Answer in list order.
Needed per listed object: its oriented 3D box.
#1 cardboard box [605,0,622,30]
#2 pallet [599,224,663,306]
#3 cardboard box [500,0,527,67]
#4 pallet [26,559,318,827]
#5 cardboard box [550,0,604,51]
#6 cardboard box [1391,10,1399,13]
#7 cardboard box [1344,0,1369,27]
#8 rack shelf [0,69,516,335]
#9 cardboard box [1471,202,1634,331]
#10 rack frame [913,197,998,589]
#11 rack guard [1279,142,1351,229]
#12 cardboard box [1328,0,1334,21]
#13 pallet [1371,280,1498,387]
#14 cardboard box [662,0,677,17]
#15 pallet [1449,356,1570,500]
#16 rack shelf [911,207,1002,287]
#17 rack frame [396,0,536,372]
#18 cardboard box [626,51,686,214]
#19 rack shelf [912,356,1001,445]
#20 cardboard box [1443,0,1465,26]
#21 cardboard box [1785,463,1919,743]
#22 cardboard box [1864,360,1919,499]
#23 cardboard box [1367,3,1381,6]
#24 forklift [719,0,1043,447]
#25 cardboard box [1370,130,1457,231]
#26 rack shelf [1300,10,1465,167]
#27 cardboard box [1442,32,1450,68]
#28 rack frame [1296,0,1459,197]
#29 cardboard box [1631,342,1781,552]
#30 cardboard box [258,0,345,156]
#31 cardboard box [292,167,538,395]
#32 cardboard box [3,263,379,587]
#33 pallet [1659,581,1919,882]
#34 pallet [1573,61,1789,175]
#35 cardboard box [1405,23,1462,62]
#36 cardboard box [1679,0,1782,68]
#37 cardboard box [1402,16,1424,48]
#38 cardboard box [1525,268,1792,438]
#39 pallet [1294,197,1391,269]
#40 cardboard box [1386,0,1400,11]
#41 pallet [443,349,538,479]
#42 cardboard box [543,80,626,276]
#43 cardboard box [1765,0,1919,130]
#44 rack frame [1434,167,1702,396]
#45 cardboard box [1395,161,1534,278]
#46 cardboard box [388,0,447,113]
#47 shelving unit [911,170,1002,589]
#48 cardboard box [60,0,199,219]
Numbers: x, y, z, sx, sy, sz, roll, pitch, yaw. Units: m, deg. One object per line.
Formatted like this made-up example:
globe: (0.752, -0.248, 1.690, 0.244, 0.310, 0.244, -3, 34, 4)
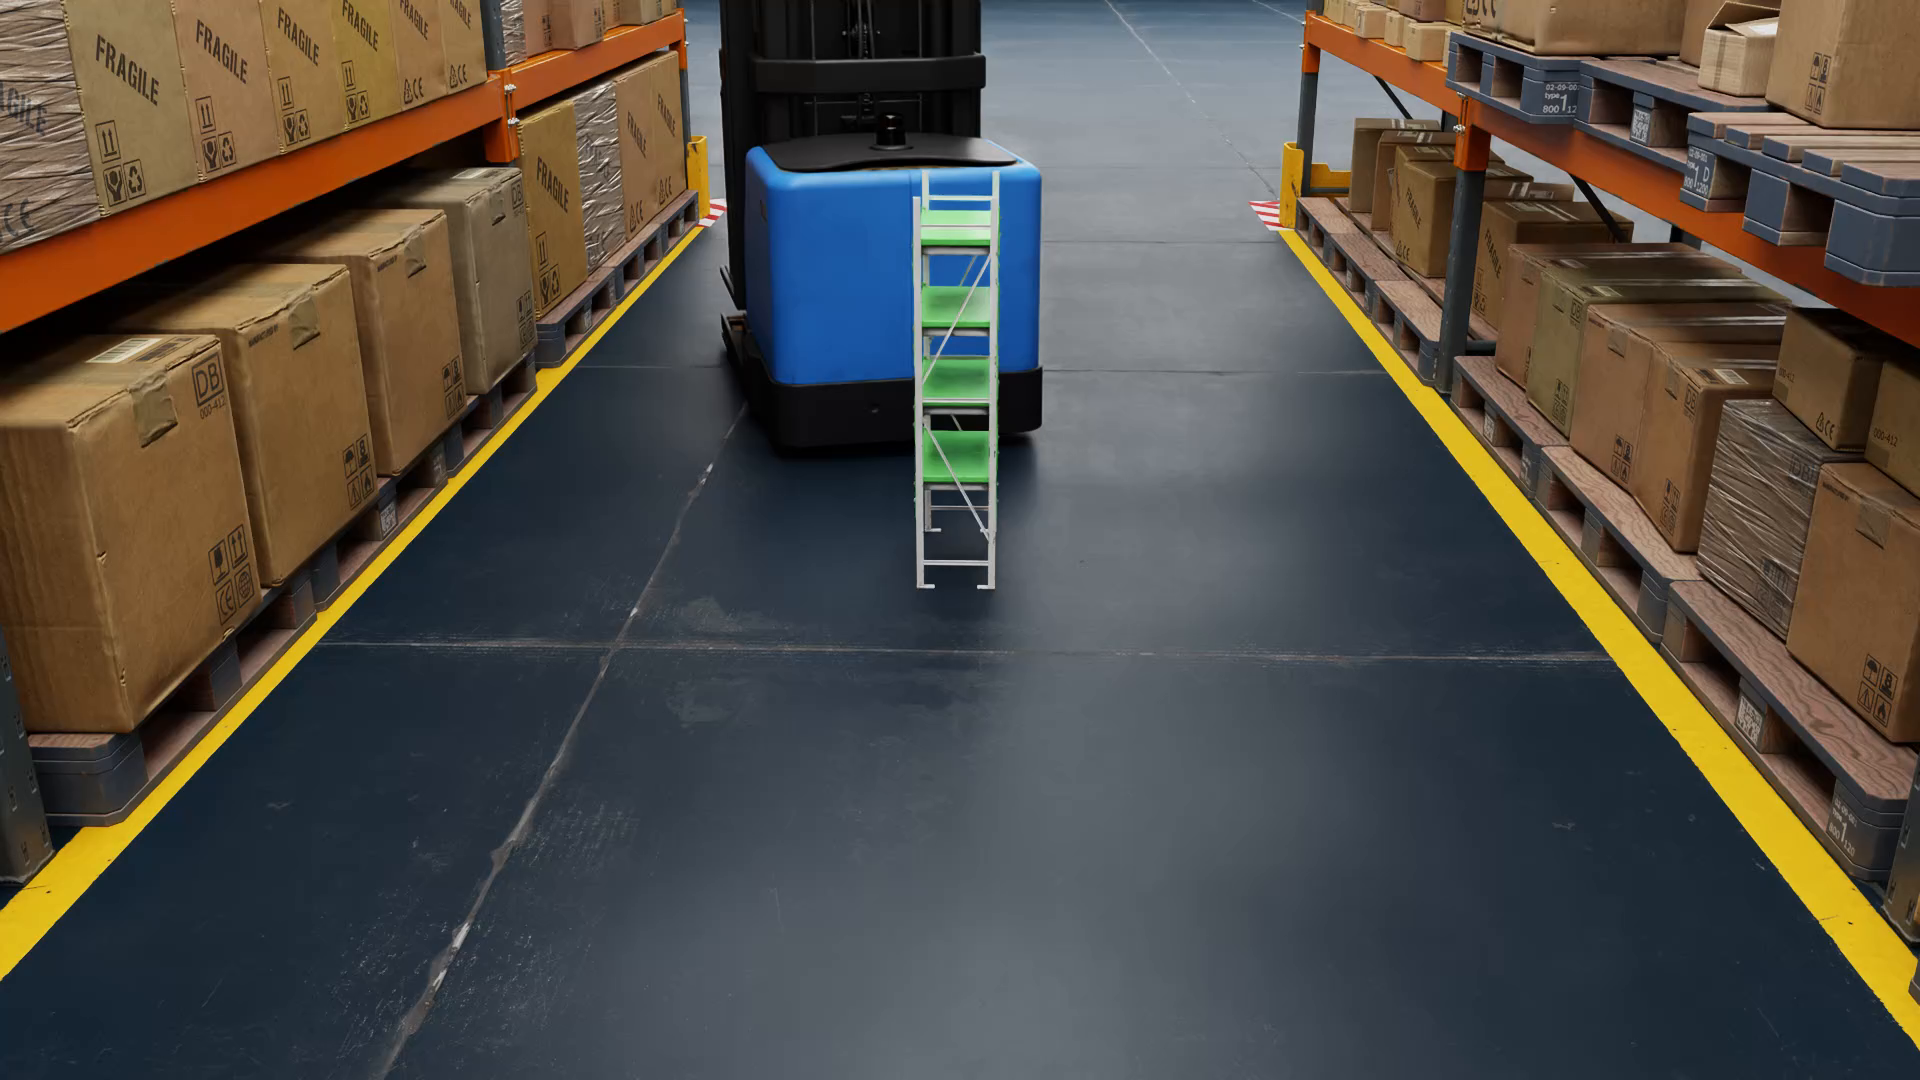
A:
cardboard box: (-2.379, -3.103, 9.173, 0.875, 0.550, 0.550, 1, 21, 2)
pallet: (-2.261, -1.538, 9.202, 1.003, 0.211, 1.213, 1, 21, 2)
cardboard box: (-2.398, -2.326, 7.169, 0.875, 0.550, 0.550, 1, 21, 2)
pallet: (-2.419, 0.340, 4.361, 1.003, 0.211, 1.213, 1, 21, 2)
cardboard box: (-2.269, -2.719, 8.182, 0.875, 0.550, 0.550, 1, 21, 2)
cardboard box: (2.415, -2.627, 8.499, 0.380, 0.149, 0.250, 1, 21, 2)
cardboard box: (2.396, -2.989, 9.432, 0.380, 0.149, 0.250, 1, 21, 2)
rack shelf: (-2.458, -1.064, 5.118, 1.077, 0.370, 4.000, 1, 21, 2)
cardboard box: (2.610, -1.206, 7.365, 0.500, 0.500, 0.500, 0, 21, 0)
rack frame: (-0.012, -0.411, 4.930, 0.240, 1.200, 0.015, 1, 21, 2)
rack guard: (2.677, -2.284, 10.726, 1.175, 0.500, 0.348, 1, 21, 2)
cardboard box: (2.406, -3.170, 9.898, 0.380, 0.149, 0.250, 1, 21, 2)
pallet: (2.543, -0.974, 7.748, 1.003, 0.211, 1.213, 1, 21, 2)
cardboard box: (-2.241, -3.504, 10.205, 0.875, 0.550, 0.550, 1, 21, 2)
pallet: (2.536, -0.450, 6.396, 1.003, 0.211, 1.213, 1, 21, 2)
rack shelf: (-0.005, -0.887, 5.007, 0.258, 0.148, 0.480, 1, 21, 2)
rack frame: (-2.397, -2.122, 6.852, 1.000, 3.000, 0.127, 1, 21, 2)
cardboard box: (-2.230, -2.528, 10.254, 0.875, 0.875, 0.875, 1, 21, 2)
rack shelf: (-0.005, -0.440, 5.181, 0.258, 0.148, 0.480, 1, 21, 2)
cardboard box: (2.684, -2.559, 7.427, 0.875, 0.500, 0.500, 1, 21, 2)
cardboard box: (2.437, 0.133, 3.887, 0.700, 0.500, 0.500, 0, 21, -1)
cardboard box: (2.427, -0.217, 3.752, 0.500, 0.250, 0.500, 1, 21, 4)
cardboard box: (2.401, -2.808, 8.966, 0.380, 0.149, 0.250, 1, 21, 2)
forklift: (-0.507, -2.214, 7.183, 1.130, 2.935, 3.031, -5, 22, -12)
cardboard box: (2.660, -2.066, 9.581, 0.500, 0.500, 0.500, 6, 22, 16)
rack shelf: (2.619, -2.419, 8.611, 1.077, 0.370, 4.000, 1, 21, 2)
cardboard box: (2.288, -2.085, 7.104, 0.380, 0.149, 0.250, 1, 21, 2)
rack frame: (2.679, -3.477, 10.344, 1.000, 3.000, 0.127, 1, 21, 2)
cardboard box: (2.451, -0.273, 4.933, 0.700, 0.500, 0.500, 2, 21, 6)
cardboard box: (-2.189, -1.428, 4.925, 0.500, 0.500, 0.500, 0, 21, 1)
cardboard box: (-2.326, -1.044, 6.602, 1.050, 0.750, 0.750, 1, 21, 1)
cardboard box: (-2.387, -0.358, 4.835, 1.050, 0.750, 0.750, 1, 21, 2)
pallet: (2.461, 0.433, 4.122, 1.003, 0.211, 1.213, 1, 21, 2)
pallet: (2.455, -1.212, 4.770, 1.003, 0.211, 1.213, 1, 21, 2)
cardboard box: (2.251, -2.267, 7.571, 0.380, 0.149, 0.250, 1, 21, 2)
cardboard box: (2.597, -1.647, 4.904, 0.797, 0.503, 0.637, 3, 21, 7)
cardboard box: (2.358, -2.446, 8.034, 0.380, 0.149, 0.250, 1, 21, 2)
cardboard box: (2.484, -0.677, 5.974, 0.700, 0.500, 0.500, 1, 21, 1)
pallet: (2.617, -1.856, 10.022, 1.003, 0.211, 1.213, 1, 21, 2)
cardboard box: (2.655, -2.921, 8.361, 0.875, 0.500, 0.500, 1, 21, 2)
pallet: (-2.345, -0.542, 6.635, 1.003, 0.211, 1.213, 1, 21, 2)
cardboard box: (-2.284, -1.880, 8.584, 0.875, 0.875, 0.875, 1, 21, 2)
cardboard box: (2.330, -1.226, 3.823, 0.700, 0.500, 0.500, 4, 22, 10)
rack frame: (2.558, -2.031, 6.617, 1.000, 3.000, 0.127, 1, 21, 2)
cardboard box: (2.560, -1.638, 8.479, 0.500, 0.500, 0.500, -1, 21, -3)
cardboard box: (-2.161, -1.794, 5.869, 0.500, 0.500, 0.500, 0, 21, 1)
shelving unit: (-0.005, -0.500, 5.158, 0.258, 1.200, 0.503, 1, 21, 2)
cardboard box: (-2.222, -1.066, 3.991, 0.500, 0.500, 0.500, 0, 21, 1)
